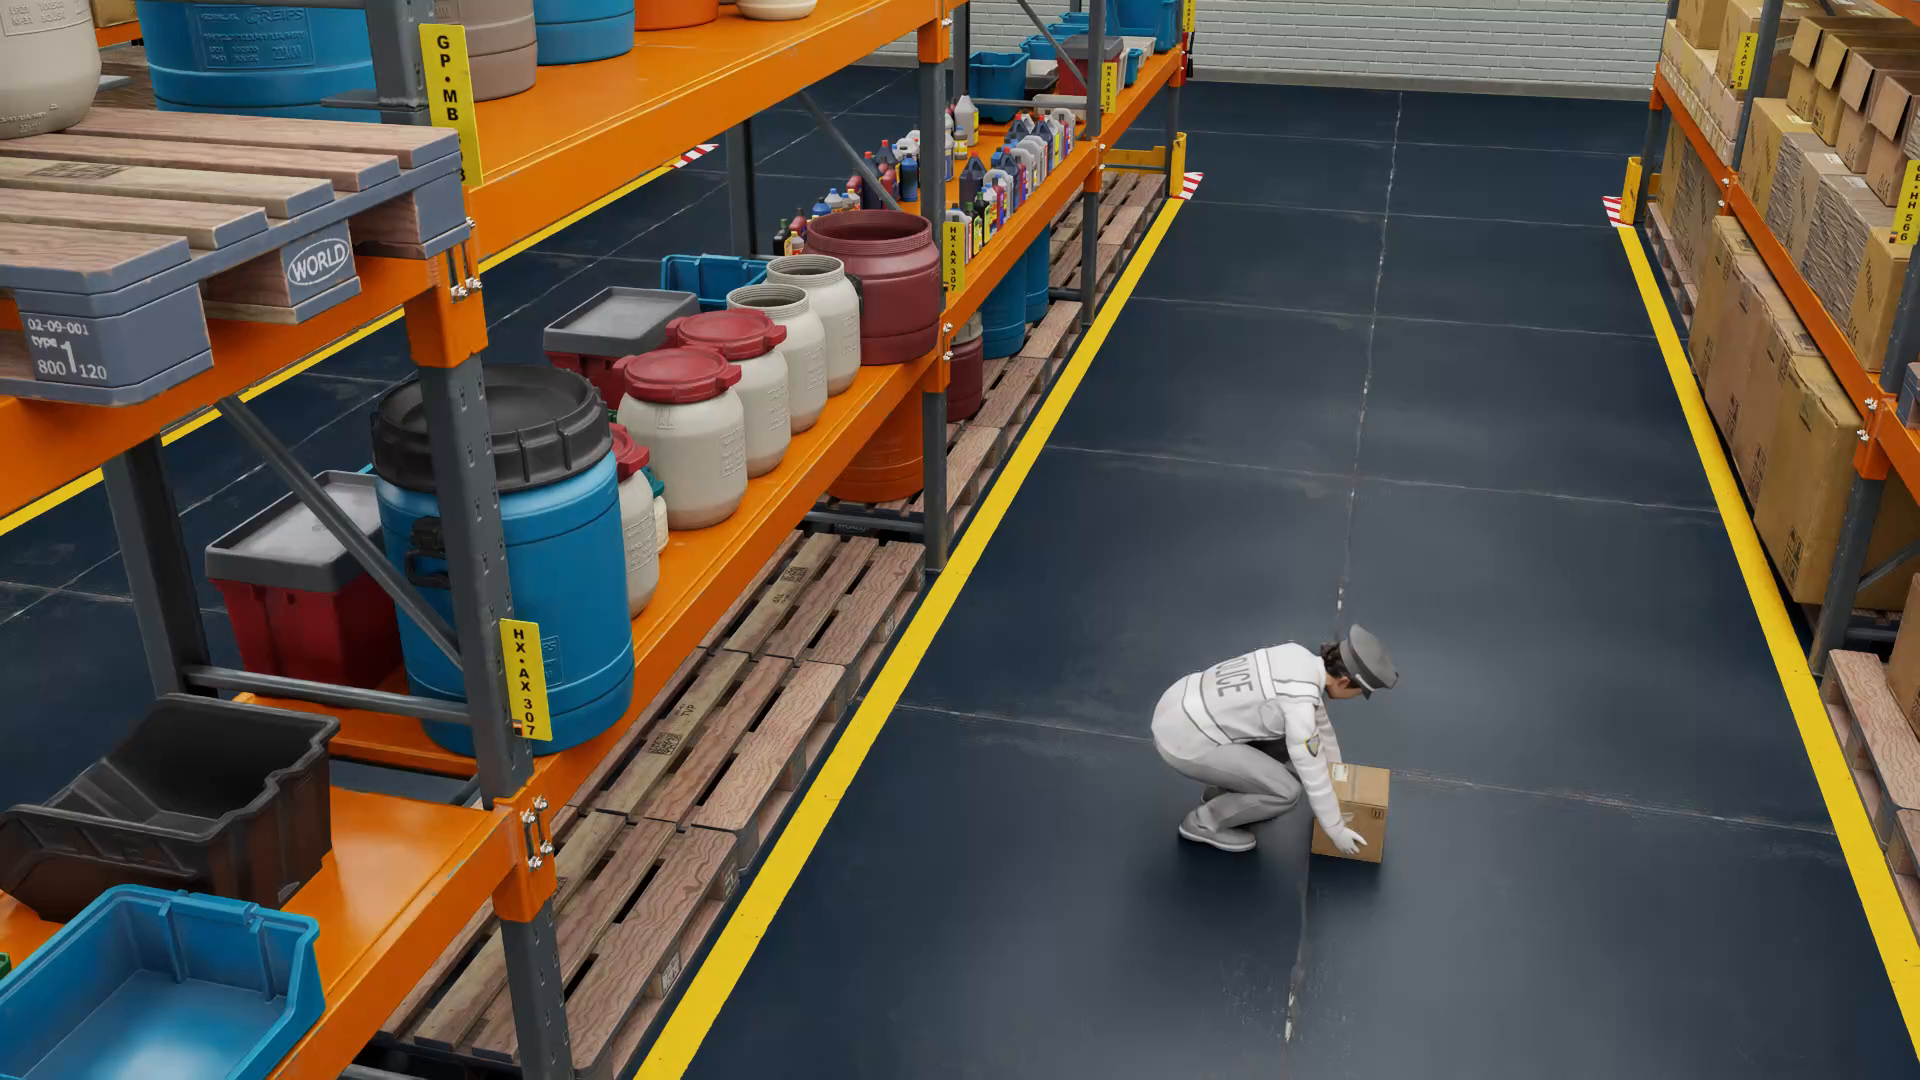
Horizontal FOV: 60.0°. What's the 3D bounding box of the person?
[{"bbox_3d":[1.023,0.312,5.928,0.563,1.686,0.459,7,26,14],"label":"person"}]
